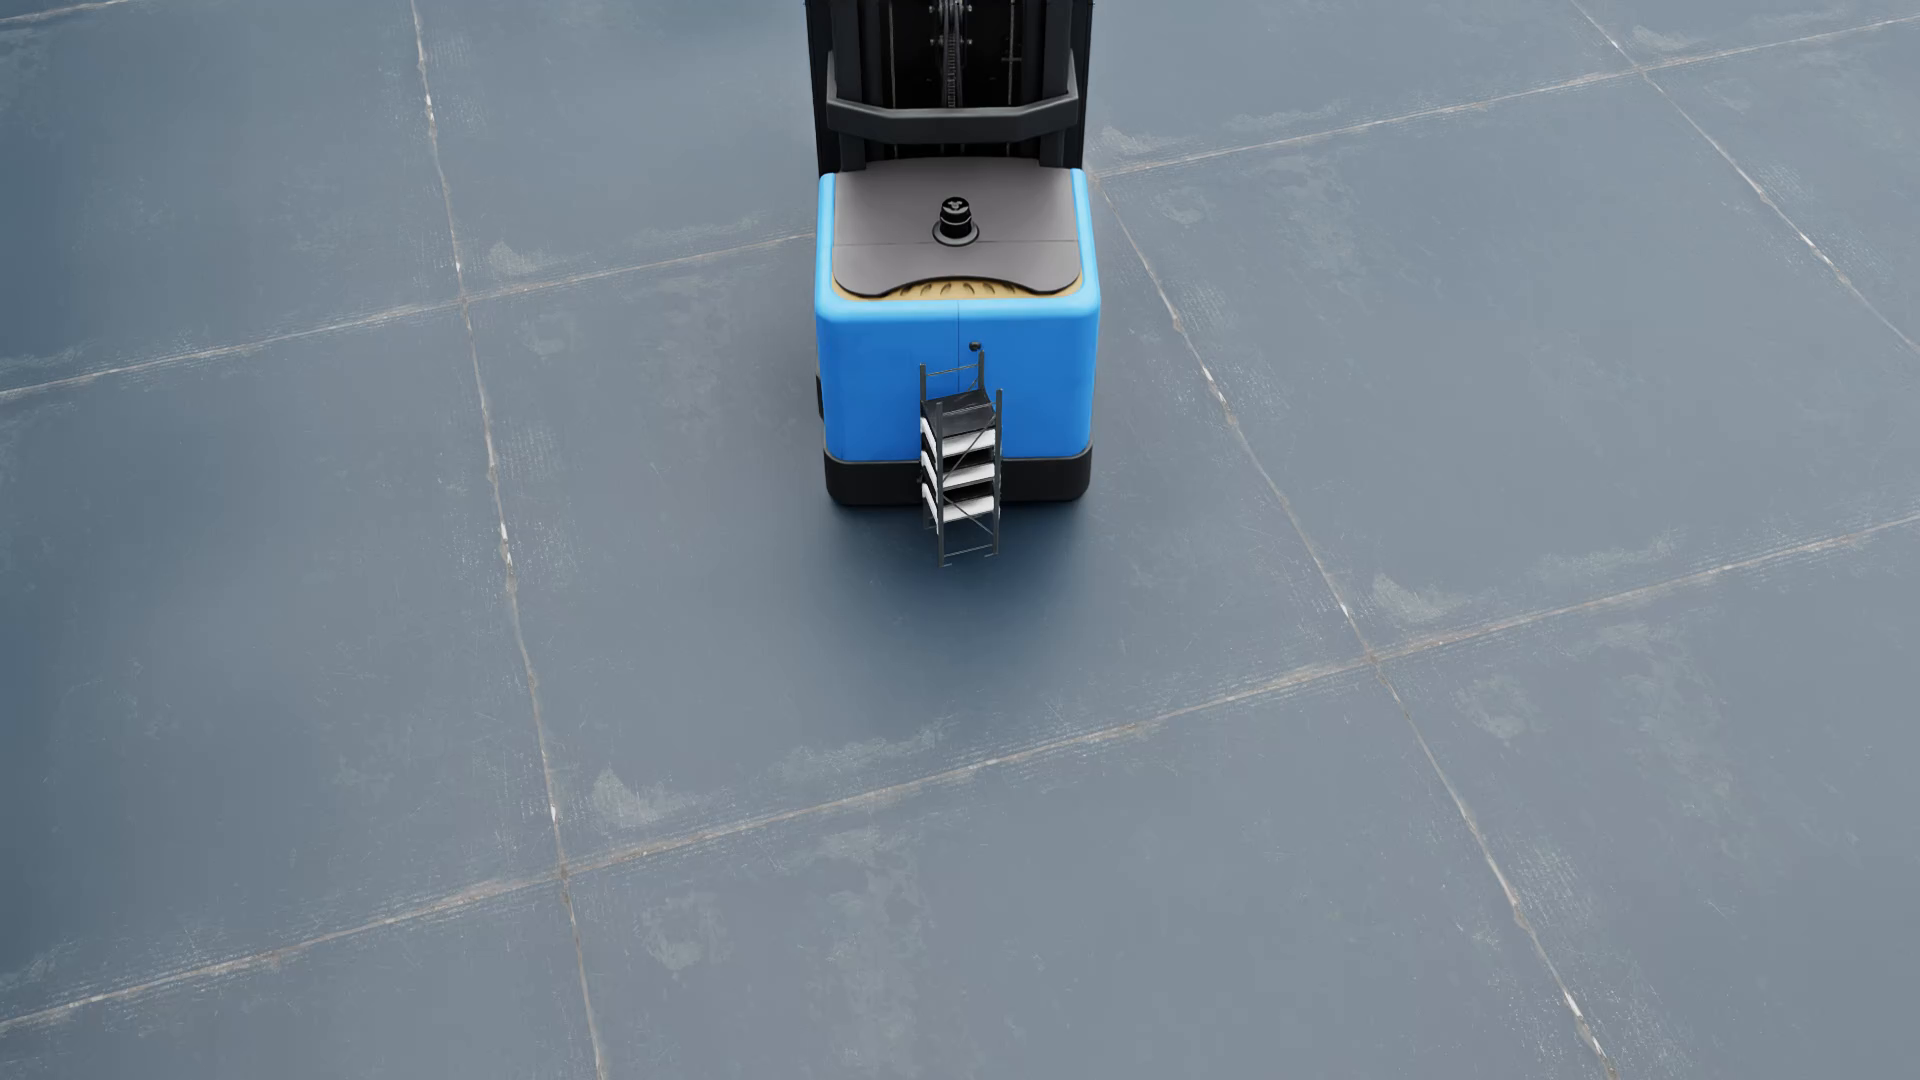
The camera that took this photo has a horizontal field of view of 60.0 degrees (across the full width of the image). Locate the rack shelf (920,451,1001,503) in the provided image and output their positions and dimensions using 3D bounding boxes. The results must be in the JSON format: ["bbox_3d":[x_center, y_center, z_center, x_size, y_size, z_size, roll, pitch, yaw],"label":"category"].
[{"bbox_3d":[0.002,-0.263,6.216,0.258,0.077,0.200,-13,51,-11],"label":"rack shelf"}]

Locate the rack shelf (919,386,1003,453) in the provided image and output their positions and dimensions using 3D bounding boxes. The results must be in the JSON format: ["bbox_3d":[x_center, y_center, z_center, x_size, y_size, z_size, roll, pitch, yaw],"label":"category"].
[{"bbox_3d":[0.002,-0.437,6.010,0.258,0.077,0.200,-13,51,-11],"label":"rack shelf"}]

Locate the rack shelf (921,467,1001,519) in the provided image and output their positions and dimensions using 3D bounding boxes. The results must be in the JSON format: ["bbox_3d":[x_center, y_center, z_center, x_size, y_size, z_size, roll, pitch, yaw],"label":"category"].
[{"bbox_3d":[0.002,-0.204,6.285,0.258,0.077,0.200,-13,51,-11],"label":"rack shelf"}]

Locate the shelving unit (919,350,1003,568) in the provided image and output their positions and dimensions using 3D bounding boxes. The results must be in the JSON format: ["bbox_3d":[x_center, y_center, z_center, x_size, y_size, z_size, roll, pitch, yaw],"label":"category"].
[{"bbox_3d":[0.002,-0.284,6.191,0.258,0.900,0.210,-13,51,-11],"label":"shelving unit"}]

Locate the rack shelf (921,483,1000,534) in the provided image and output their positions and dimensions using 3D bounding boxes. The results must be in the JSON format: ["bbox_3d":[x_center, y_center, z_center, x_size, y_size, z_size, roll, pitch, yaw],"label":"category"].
[{"bbox_3d":[0.002,-0.146,6.354,0.258,0.077,0.200,-13,51,-11],"label":"rack shelf"}]

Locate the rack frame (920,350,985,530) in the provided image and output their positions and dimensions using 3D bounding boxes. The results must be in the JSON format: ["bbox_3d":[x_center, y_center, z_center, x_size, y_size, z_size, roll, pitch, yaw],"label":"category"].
[{"bbox_3d":[-0.028,-0.358,6.253,0.240,0.900,0.006,-13,51,-11],"label":"rack frame"}]

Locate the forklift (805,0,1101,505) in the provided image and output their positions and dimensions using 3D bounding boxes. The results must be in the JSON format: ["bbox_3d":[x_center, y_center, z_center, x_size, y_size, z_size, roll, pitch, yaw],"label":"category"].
[{"bbox_3d":[-0.048,-2.204,6.480,1.130,2.935,3.031,-1,50,-1],"label":"forklift"}]

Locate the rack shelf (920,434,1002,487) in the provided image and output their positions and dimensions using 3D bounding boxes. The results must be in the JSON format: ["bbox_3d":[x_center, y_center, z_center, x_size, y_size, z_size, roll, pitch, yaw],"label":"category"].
[{"bbox_3d":[0.002,-0.321,6.147,0.258,0.077,0.200,-13,51,-11],"label":"rack shelf"}]

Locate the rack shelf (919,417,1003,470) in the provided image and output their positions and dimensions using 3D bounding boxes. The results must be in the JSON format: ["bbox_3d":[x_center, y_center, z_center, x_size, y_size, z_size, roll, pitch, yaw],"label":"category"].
[{"bbox_3d":[0.002,-0.379,6.078,0.258,0.077,0.200,-13,51,-11],"label":"rack shelf"}]

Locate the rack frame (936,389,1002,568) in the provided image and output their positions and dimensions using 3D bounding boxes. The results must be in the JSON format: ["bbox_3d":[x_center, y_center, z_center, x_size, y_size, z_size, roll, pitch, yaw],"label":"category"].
[{"bbox_3d":[0.032,-0.210,6.128,0.240,0.900,0.006,-13,51,-11],"label":"rack frame"}]
